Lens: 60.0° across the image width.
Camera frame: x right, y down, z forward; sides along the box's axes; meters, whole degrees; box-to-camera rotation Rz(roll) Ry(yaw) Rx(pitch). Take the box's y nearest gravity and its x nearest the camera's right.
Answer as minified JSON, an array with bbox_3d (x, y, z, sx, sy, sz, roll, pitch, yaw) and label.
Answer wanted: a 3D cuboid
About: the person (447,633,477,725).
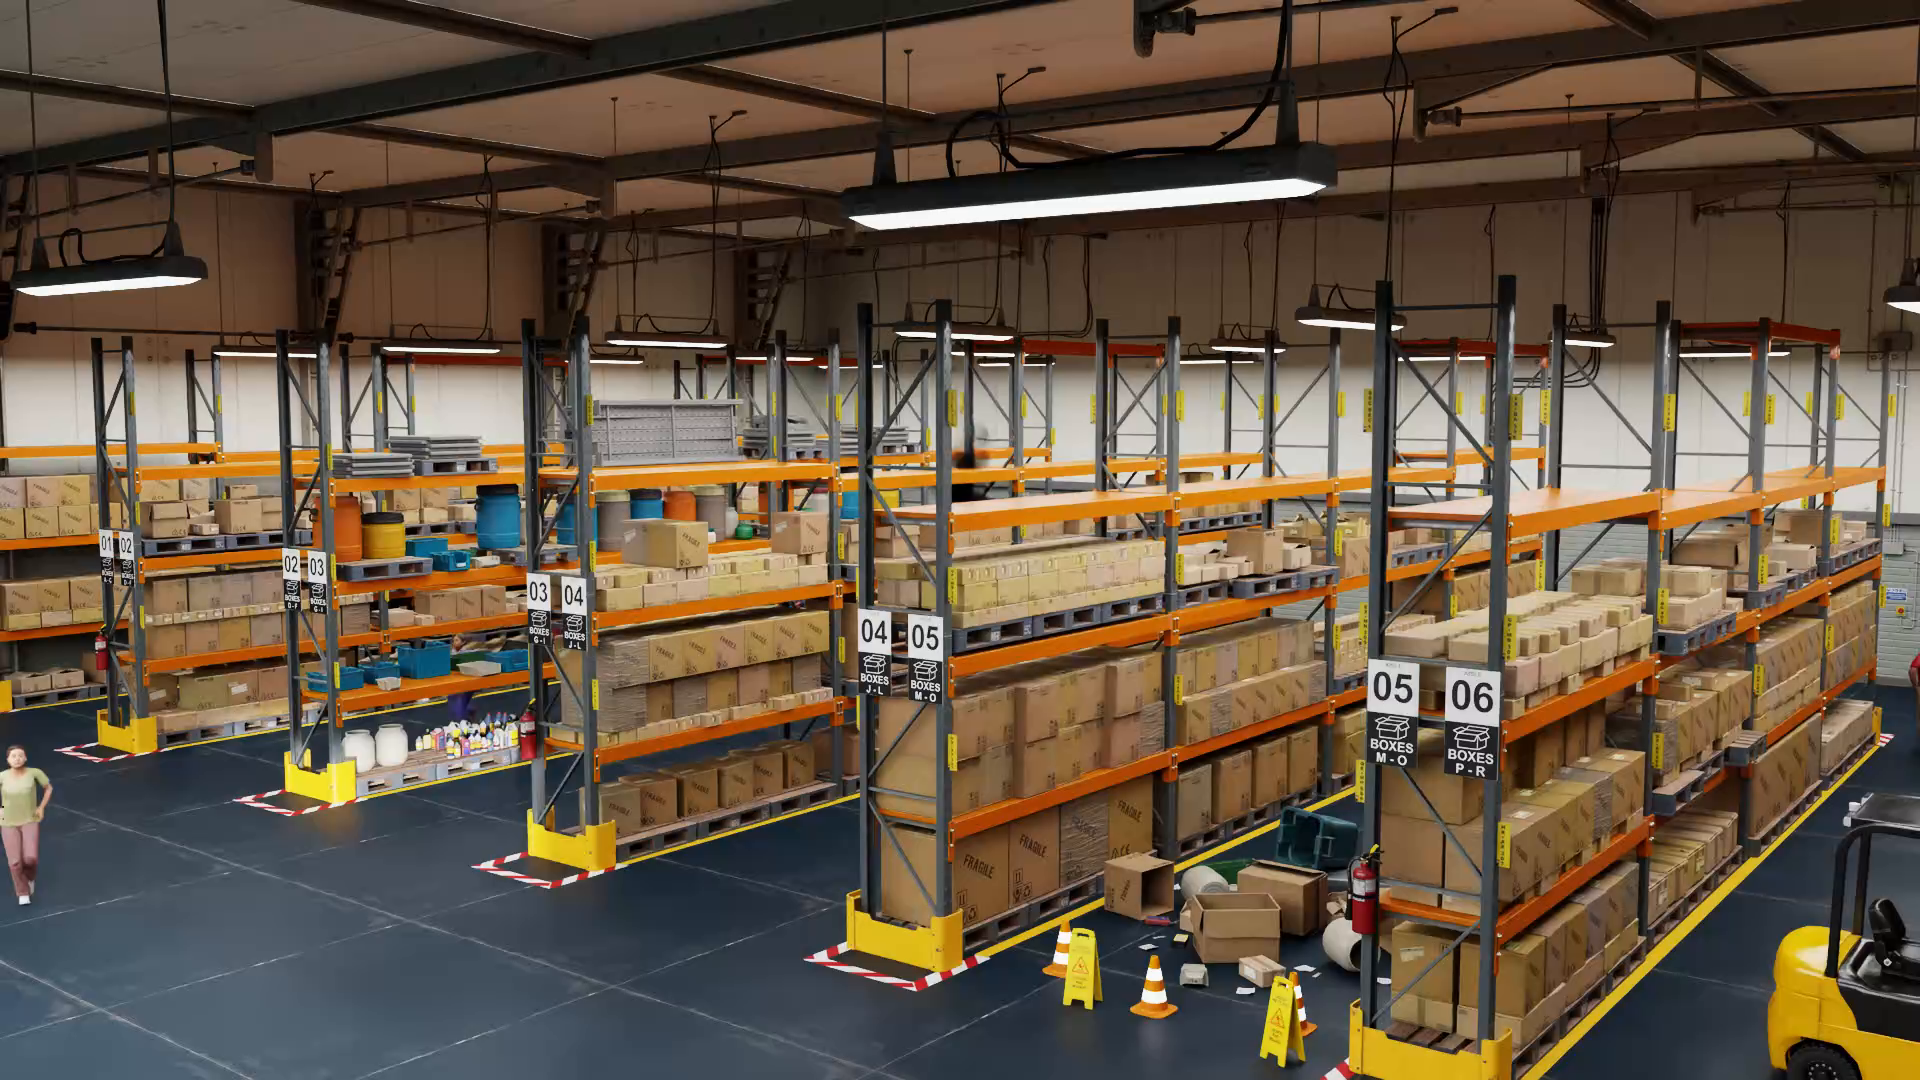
[{"bbox_3d":[-7.471,2.234,25.161,0.593,1.513,0.586,3,6,29],"label":"person"}]

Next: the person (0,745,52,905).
[{"bbox_3d":[-9.543,2.884,16.892,0.597,1.628,0.536,-3,6,-29],"label":"person"}]

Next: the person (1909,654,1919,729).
[{"bbox_3d":[13.956,2.241,23.857,0.658,1.710,0.938,2,5,25],"label":"person"}]
